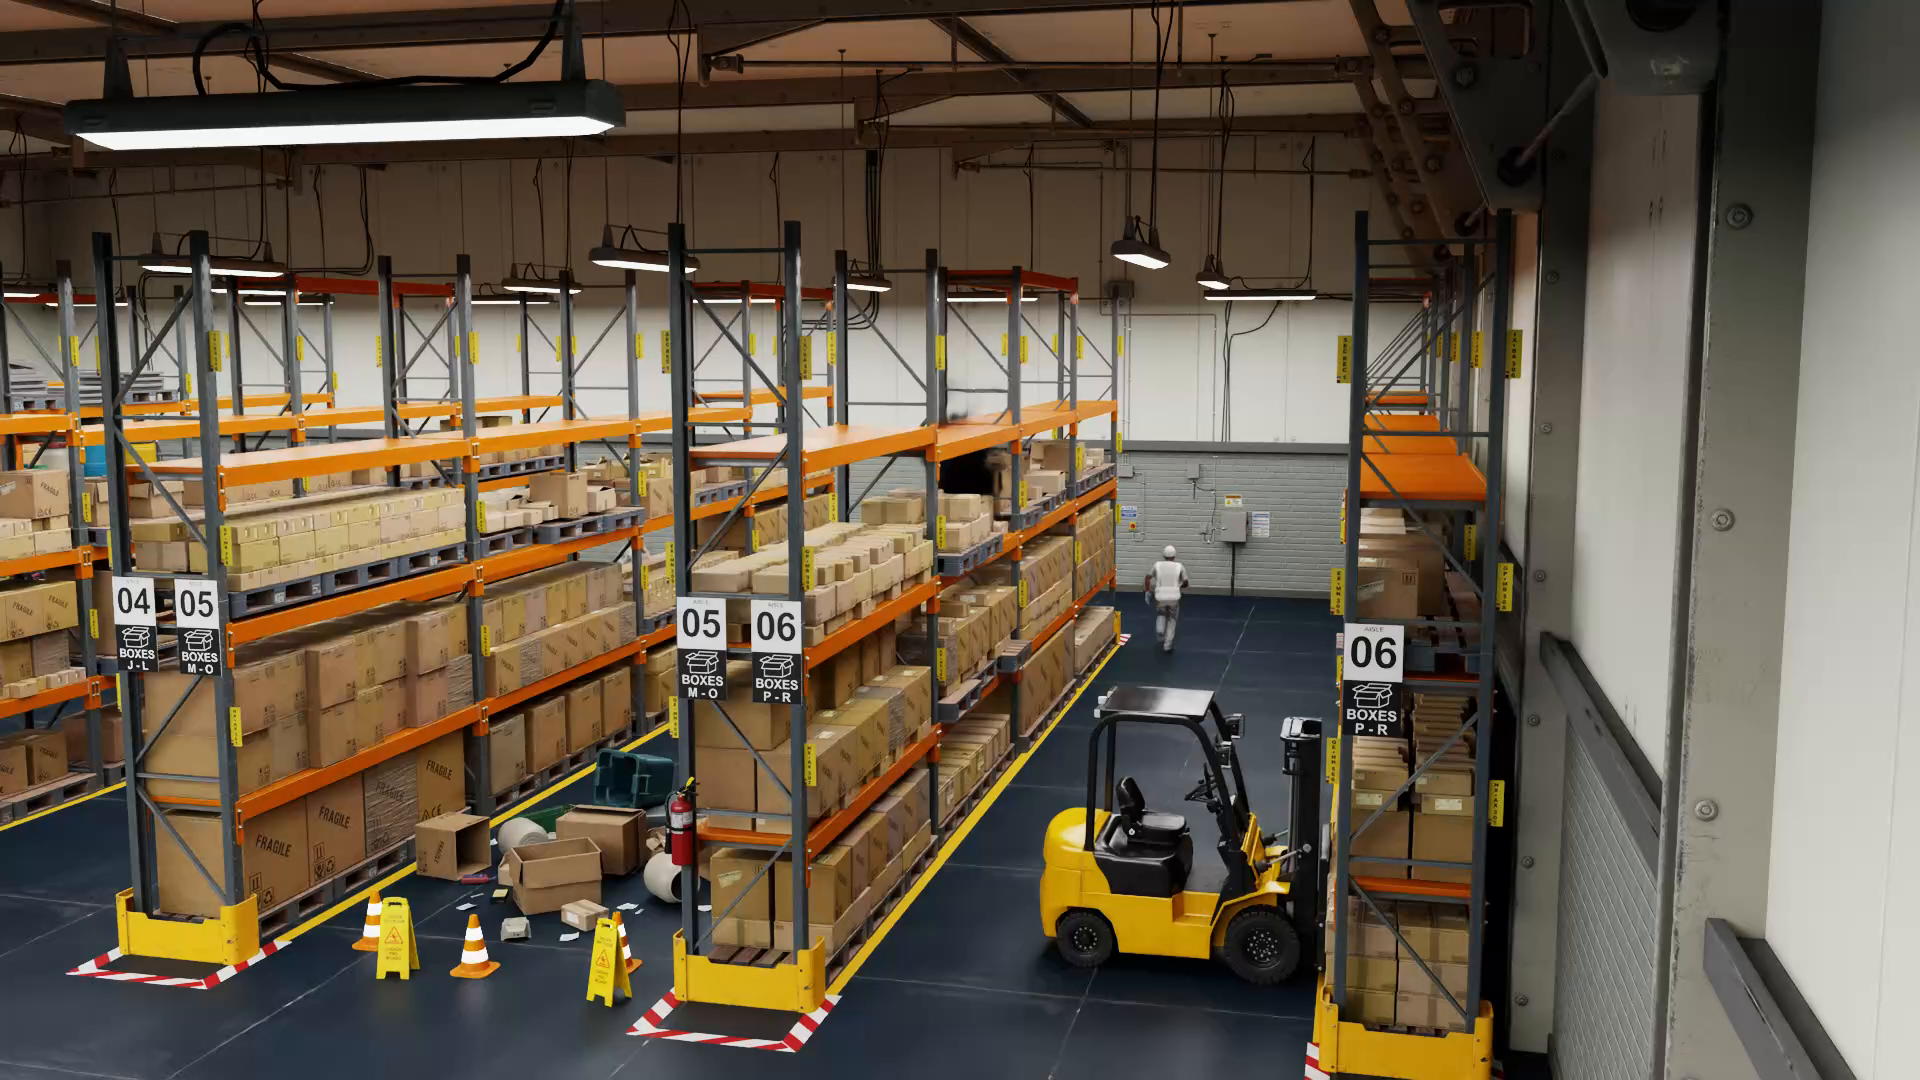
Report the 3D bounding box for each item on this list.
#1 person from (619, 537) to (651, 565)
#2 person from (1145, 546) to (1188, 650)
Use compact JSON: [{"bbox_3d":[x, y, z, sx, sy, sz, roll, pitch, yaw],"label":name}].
[{"bbox_3d":[-5.954,0.630,30.570,0.665,1.627,0.551,-4,8,-28],"label":"person"},{"bbox_3d":[3.433,0.952,27.583,0.704,1.732,0.628,2,7,12],"label":"person"}]
